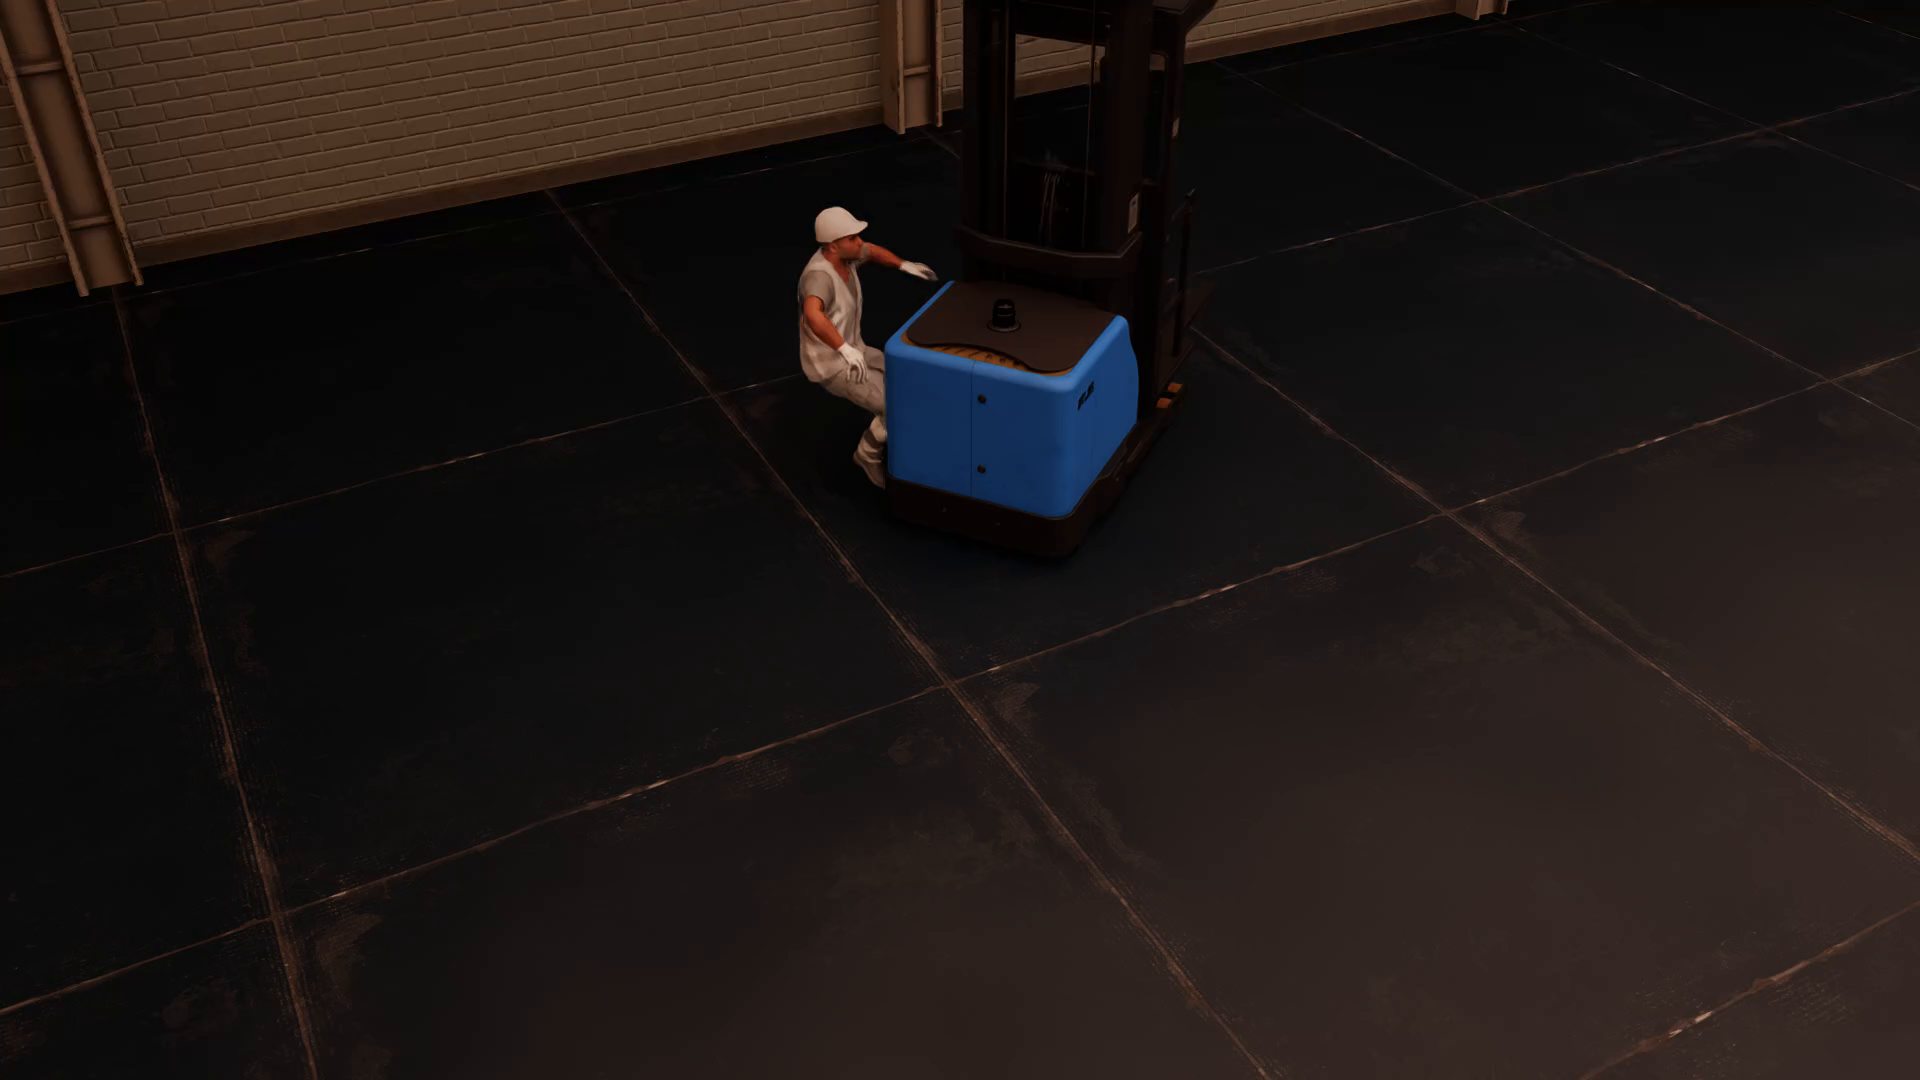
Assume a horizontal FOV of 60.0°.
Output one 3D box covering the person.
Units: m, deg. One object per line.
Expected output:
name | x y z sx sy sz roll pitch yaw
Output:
person | -0.404 -0.963 8.660 0.844 1.590 1.153 7 36 9

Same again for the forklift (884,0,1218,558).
forklift | 0.685 -1.946 8.876 1.130 2.935 3.031 15 38 20
